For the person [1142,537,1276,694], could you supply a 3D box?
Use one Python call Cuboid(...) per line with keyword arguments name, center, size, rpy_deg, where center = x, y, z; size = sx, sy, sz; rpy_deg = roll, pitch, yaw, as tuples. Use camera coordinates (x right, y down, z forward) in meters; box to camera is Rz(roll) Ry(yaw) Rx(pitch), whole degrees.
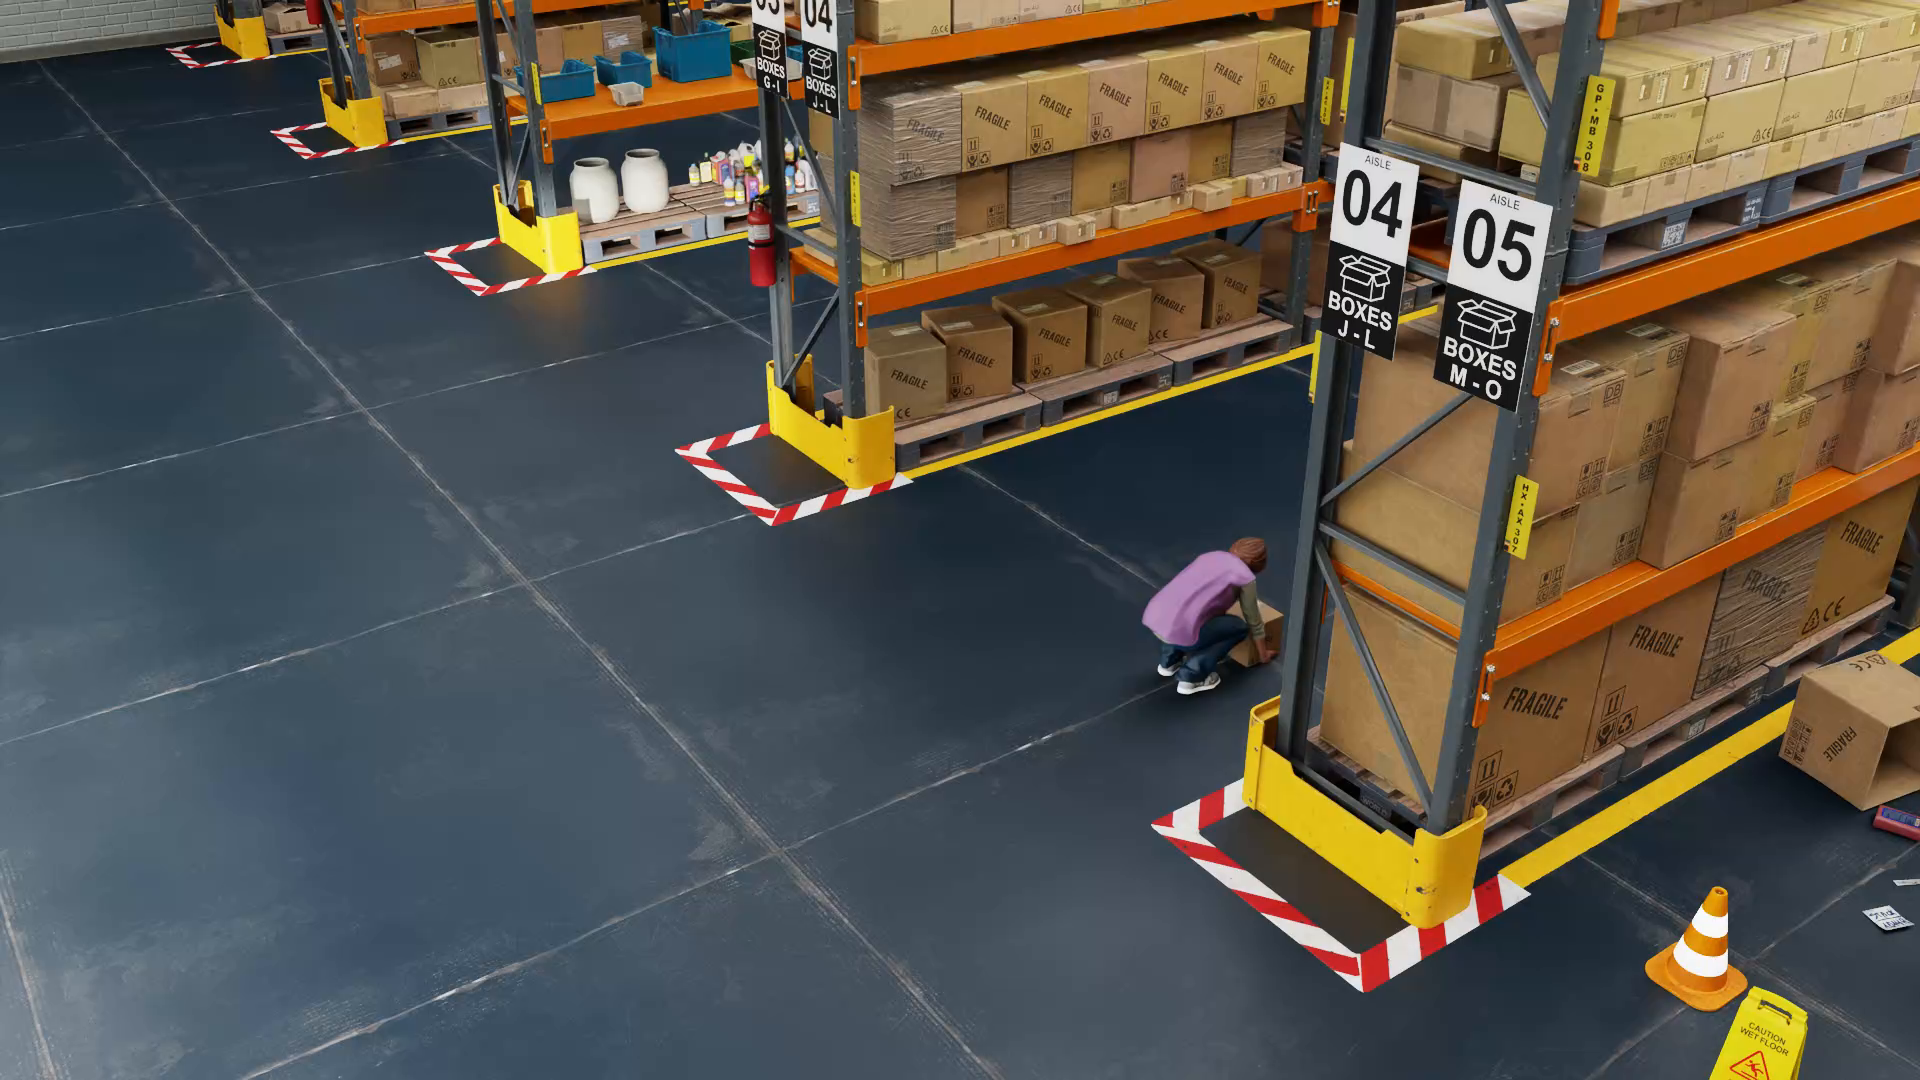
Cuboid(name="person", center=(1.324, 0.433, 8.864), size=(0.847, 0.715, 0.423), rpy_deg=(-20, 35, -31))
